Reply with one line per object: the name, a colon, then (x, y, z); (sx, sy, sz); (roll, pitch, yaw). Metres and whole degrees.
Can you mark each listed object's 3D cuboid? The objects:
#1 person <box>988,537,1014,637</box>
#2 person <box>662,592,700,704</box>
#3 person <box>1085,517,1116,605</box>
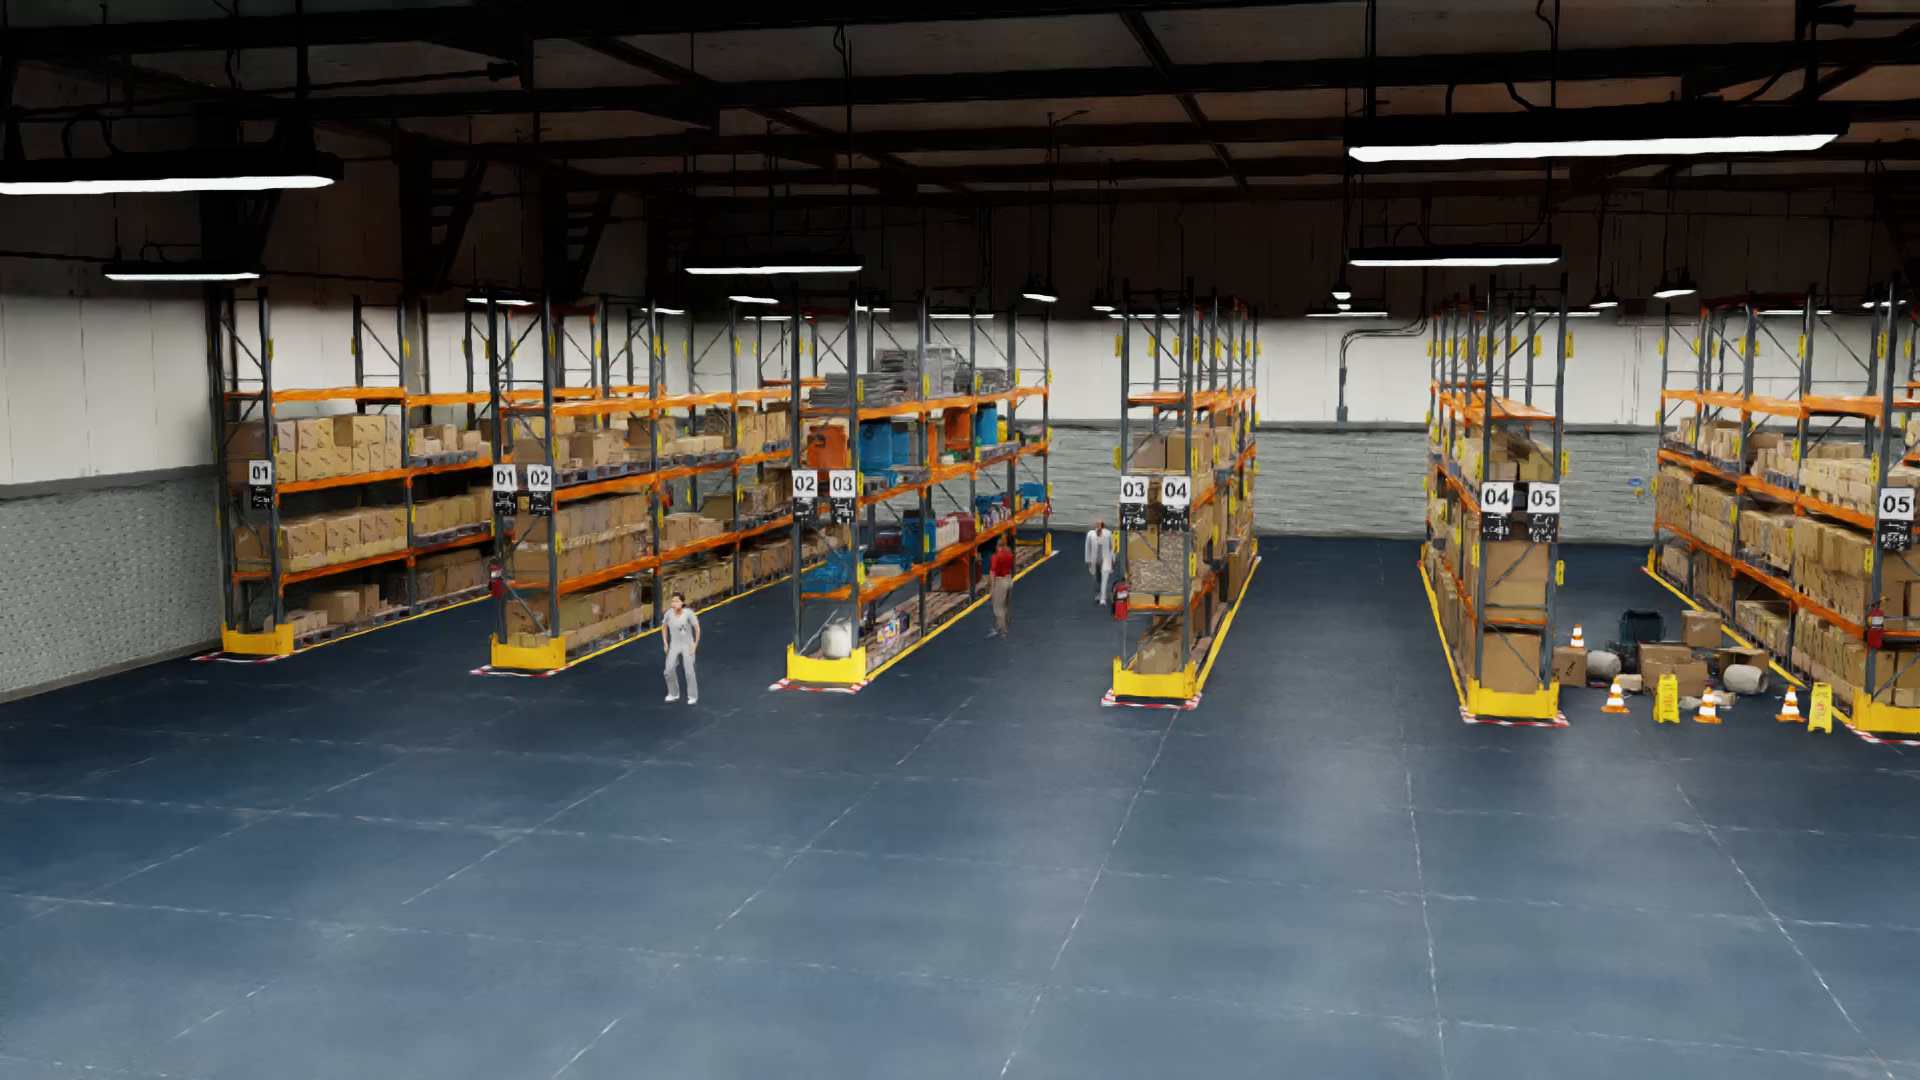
person: (0.670, 0.857, 28.978); (0.502, 1.636, 0.588); (6, 9, 43)
person: (-3.930, 1.516, 23.473); (0.580, 1.619, 0.507); (1, 7, 11)
person: (2.737, 0.397, 32.620); (0.598, 1.698, 1.194); (2, 7, 15)
